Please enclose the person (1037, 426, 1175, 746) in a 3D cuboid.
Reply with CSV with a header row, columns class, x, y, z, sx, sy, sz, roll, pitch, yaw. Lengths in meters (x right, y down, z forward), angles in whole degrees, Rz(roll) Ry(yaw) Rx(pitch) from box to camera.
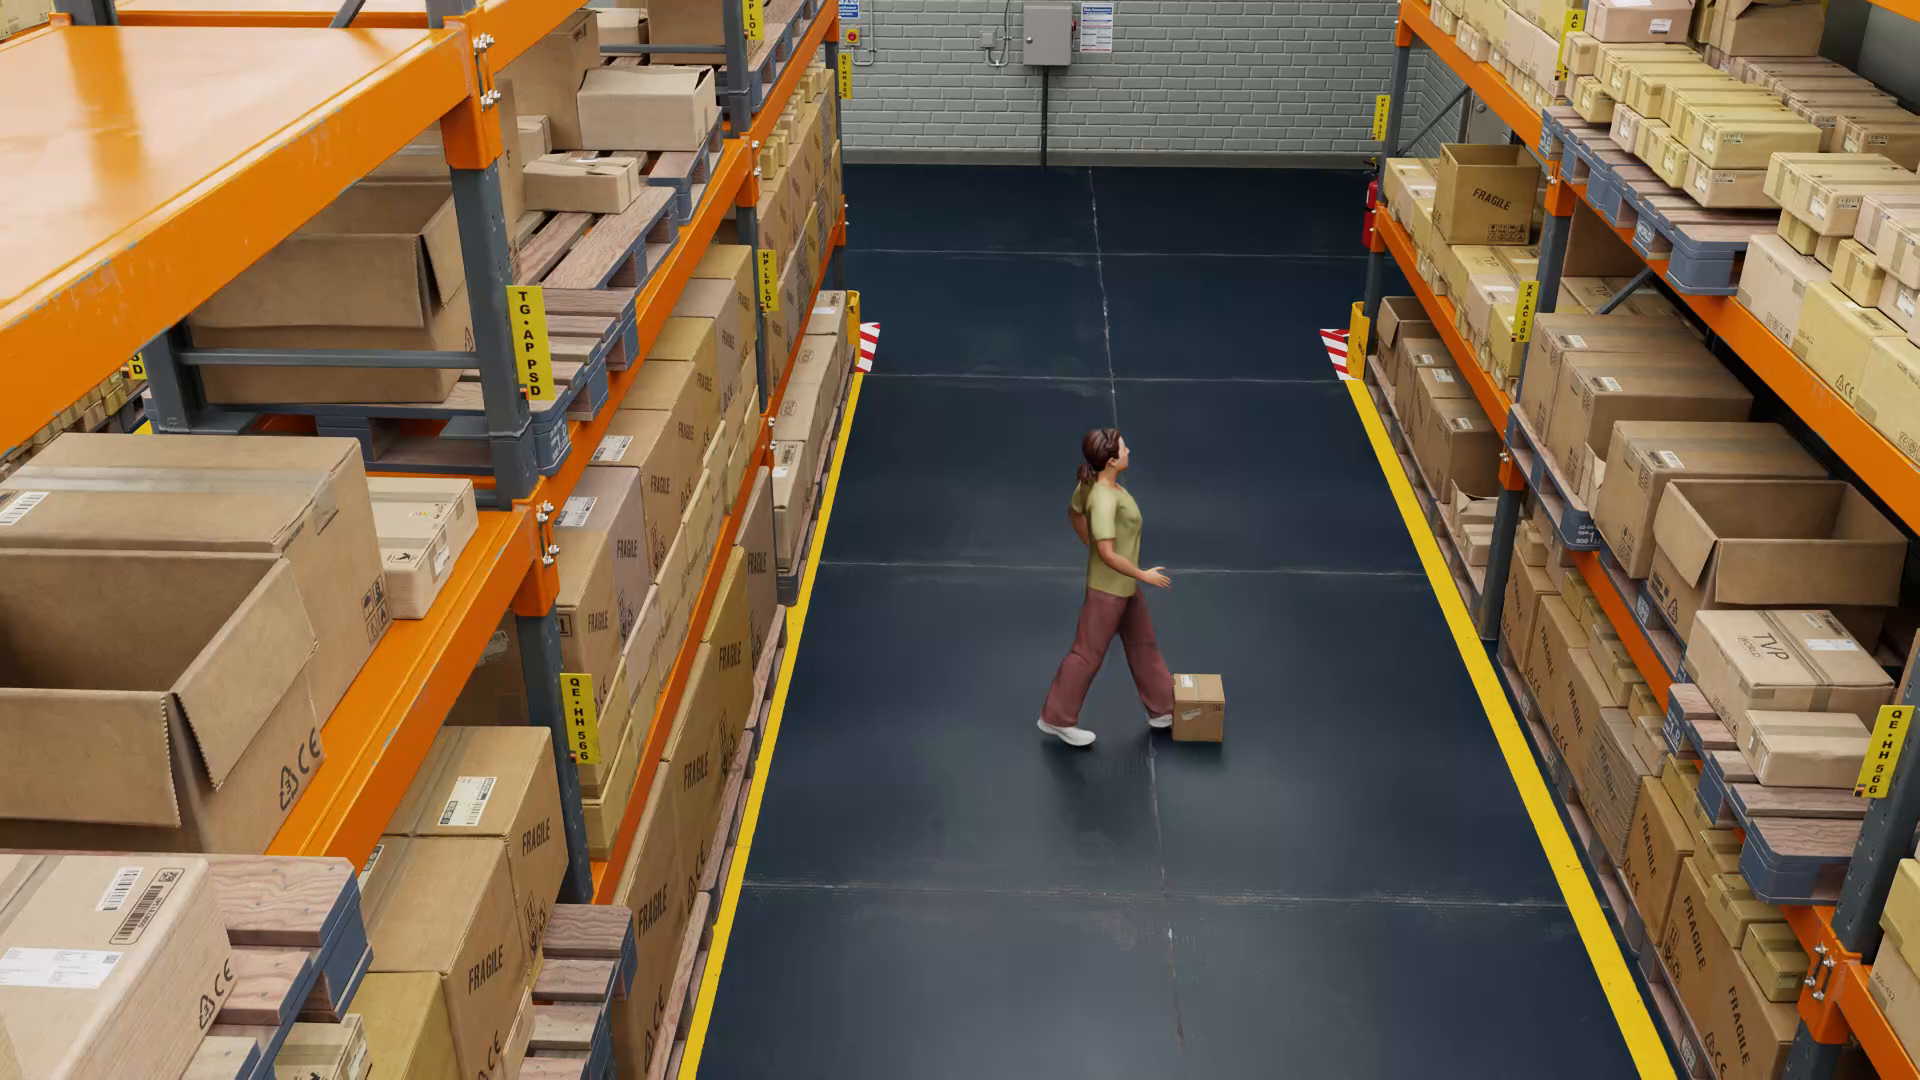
class,x,y,z,sx,sy,sz,roll,pitch,yaw
person,0.844,0.335,8.263,0.868,1.394,0.551,4,28,7
